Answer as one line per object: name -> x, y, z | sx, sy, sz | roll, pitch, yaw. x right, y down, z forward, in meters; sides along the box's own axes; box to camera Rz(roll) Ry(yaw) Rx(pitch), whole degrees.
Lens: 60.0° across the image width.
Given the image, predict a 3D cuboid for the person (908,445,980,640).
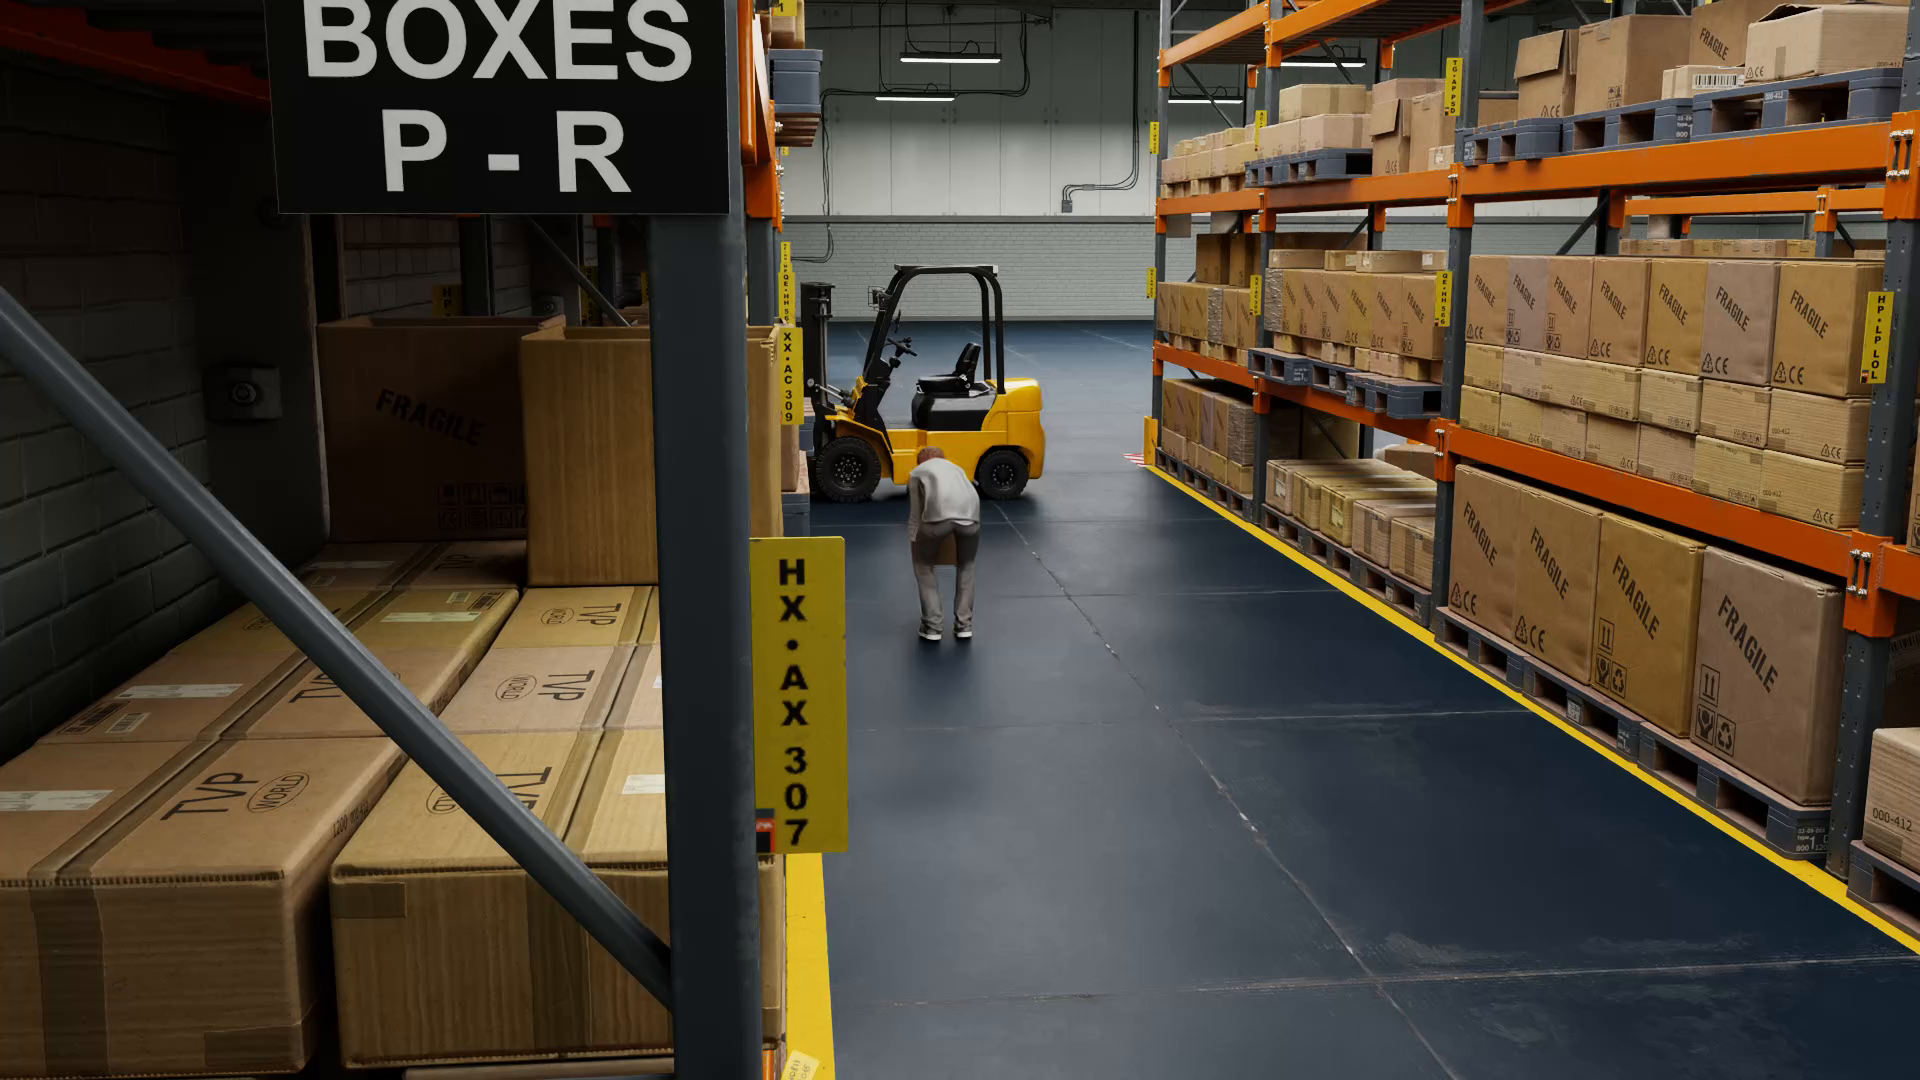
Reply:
person -> -0.112, 0.017, 10.203 | 0.398, 1.116, 0.841 | -2, 10, -12
